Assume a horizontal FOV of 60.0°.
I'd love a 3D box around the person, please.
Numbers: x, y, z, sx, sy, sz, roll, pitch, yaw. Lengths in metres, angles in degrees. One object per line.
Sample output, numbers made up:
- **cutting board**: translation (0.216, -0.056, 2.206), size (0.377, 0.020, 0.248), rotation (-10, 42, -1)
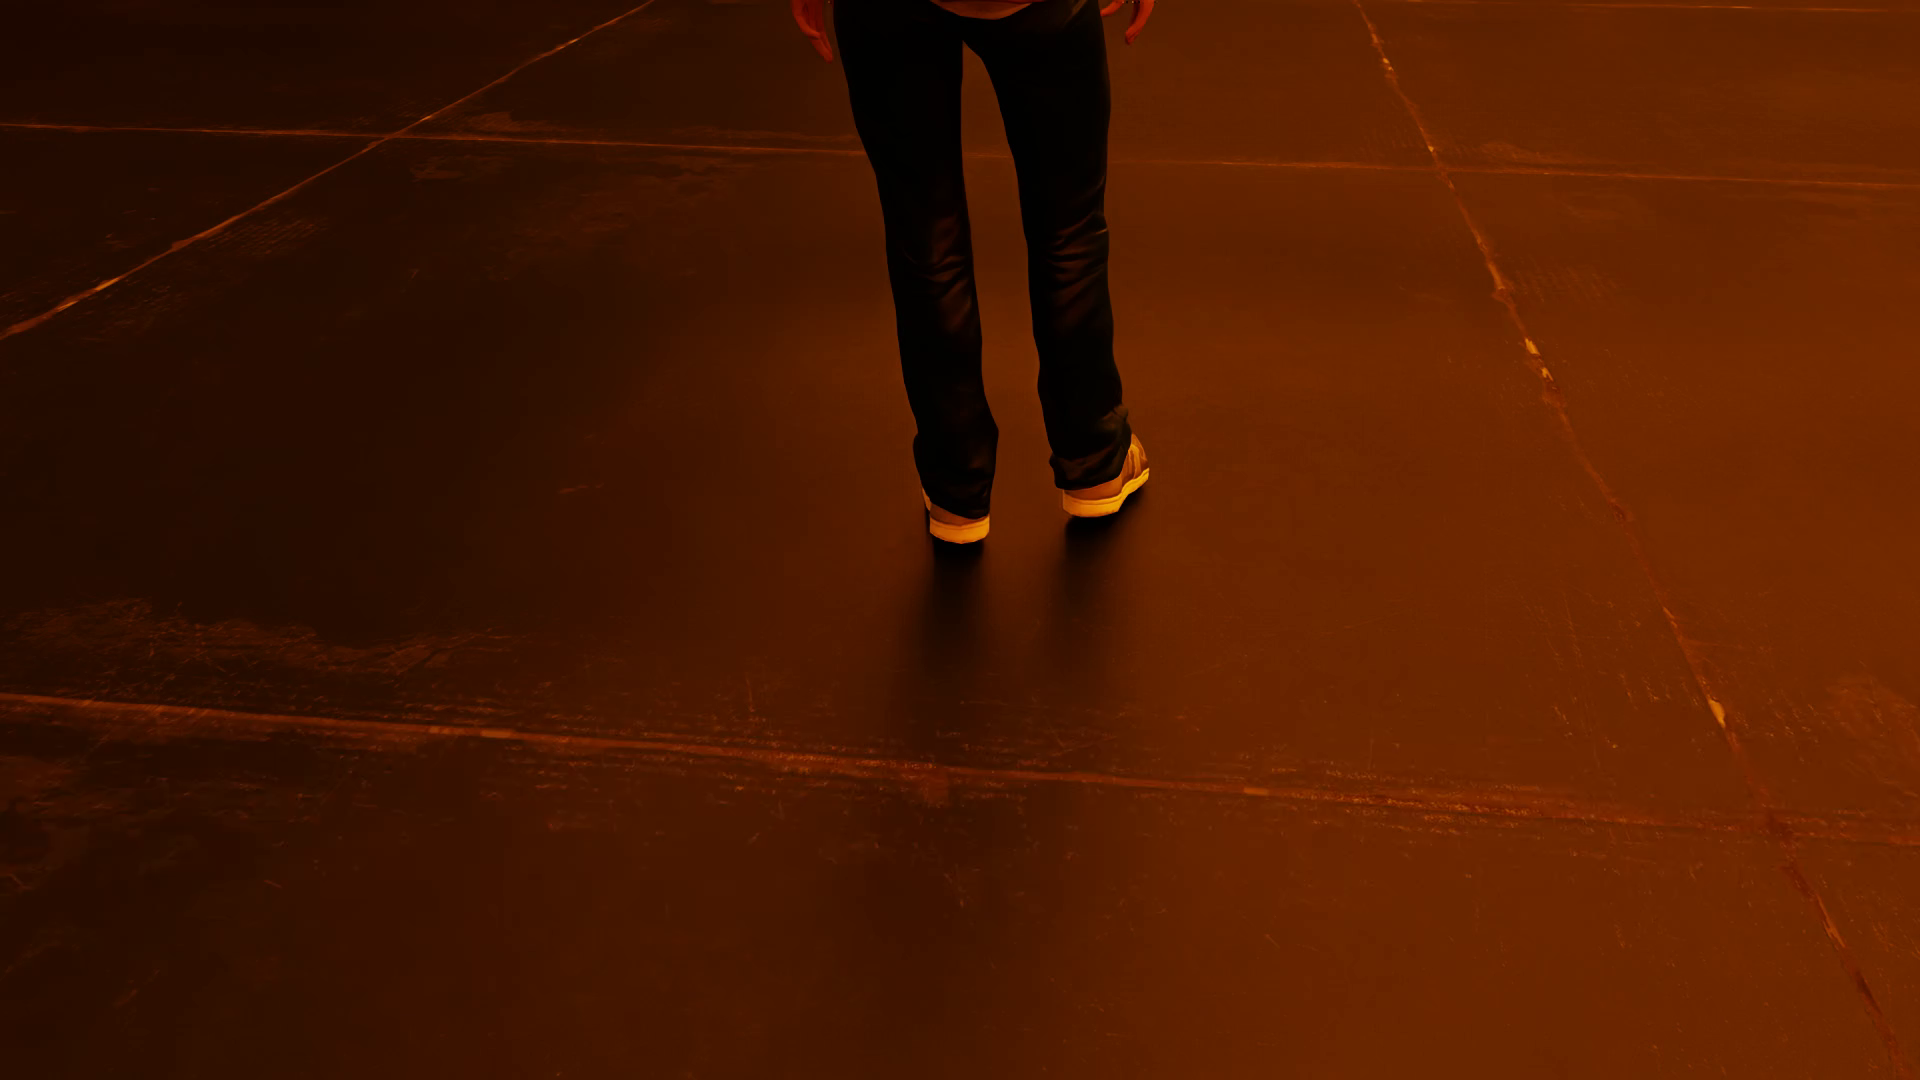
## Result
- **person**: translation (0.024, -0.754, 2.205), size (0.520, 1.599, 0.473), rotation (3, 27, 7)
